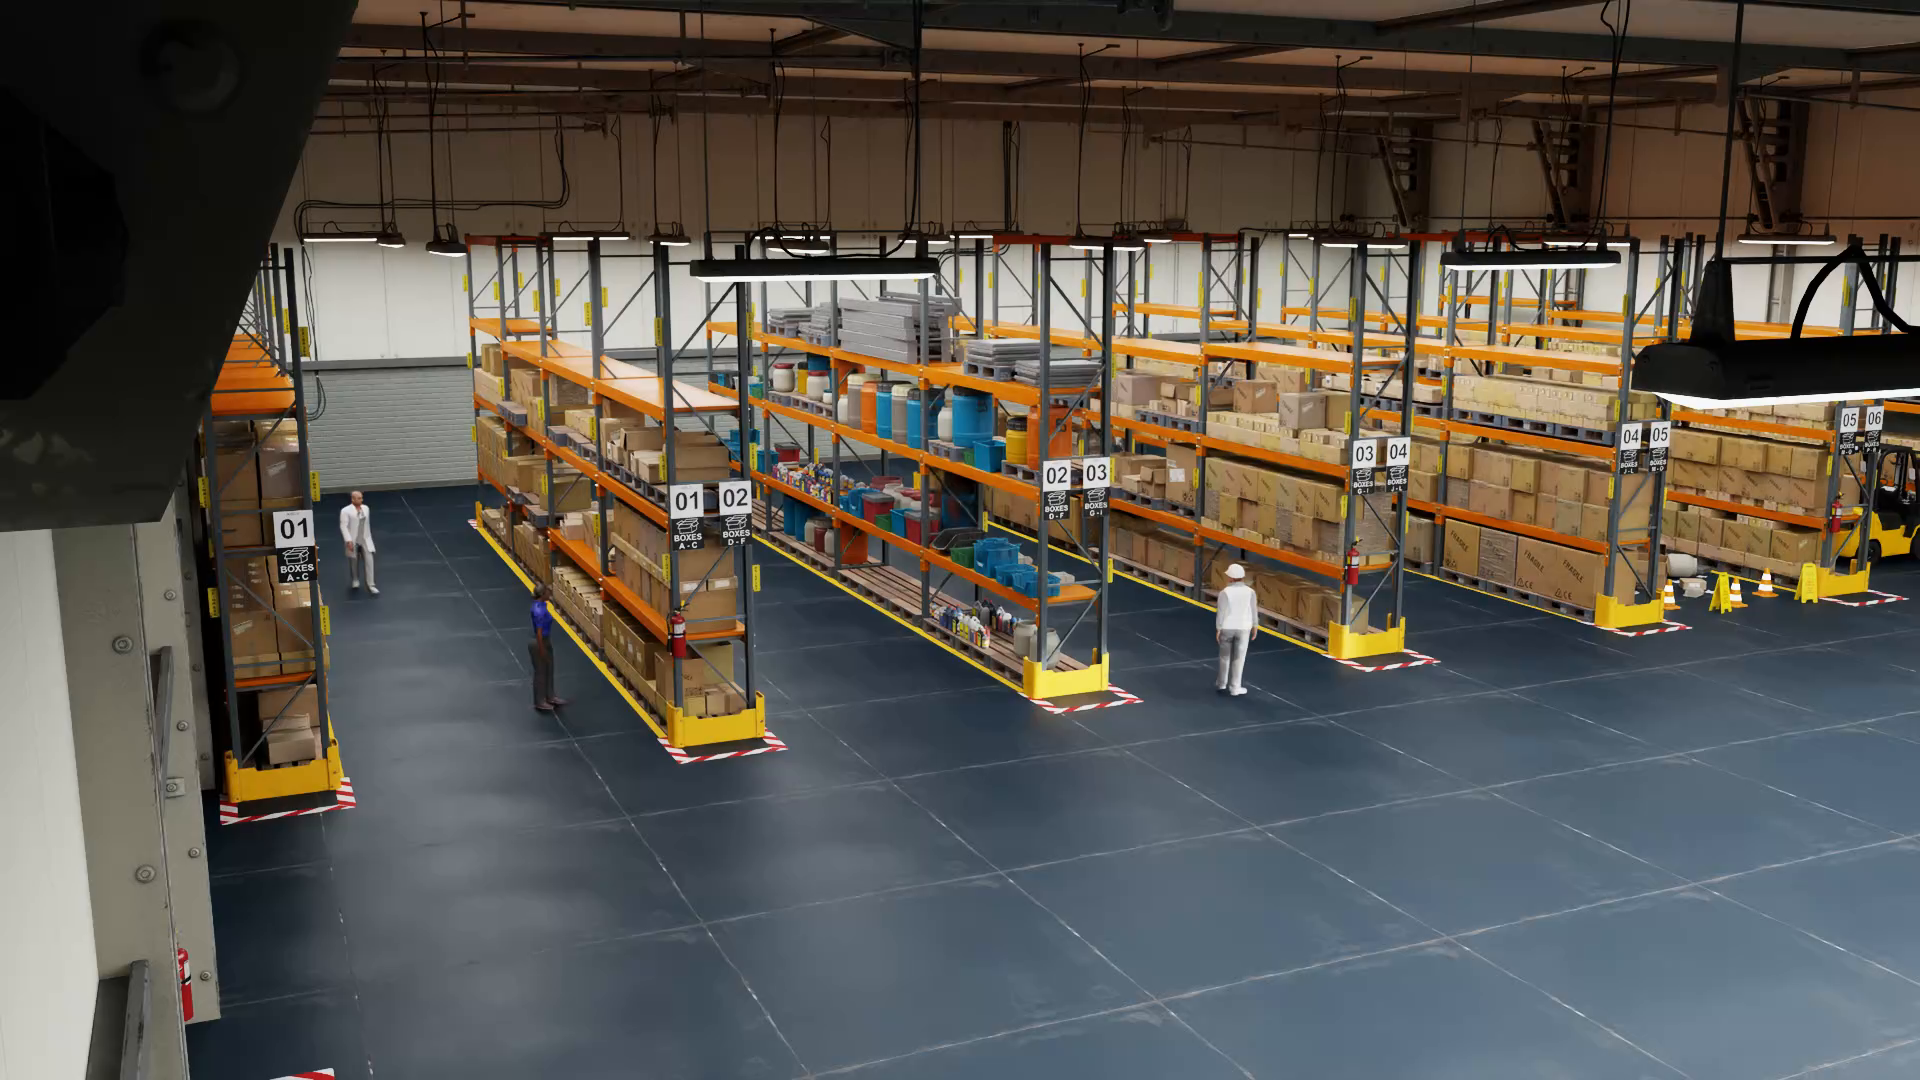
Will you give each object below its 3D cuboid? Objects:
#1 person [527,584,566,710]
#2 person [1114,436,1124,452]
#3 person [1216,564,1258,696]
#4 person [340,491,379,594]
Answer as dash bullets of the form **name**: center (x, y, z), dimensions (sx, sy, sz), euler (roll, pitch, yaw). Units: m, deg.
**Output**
- **person**: center (-5.424, 1.391, 21.700), dimensions (0.394, 1.654, 0.507), euler (0, 11, 2)
- **person**: center (4.014, -2.929, 43.510), dimensions (0.576, 1.760, 0.699), euler (5, 12, 26)
- **person**: center (3.725, 1.177, 22.401), dimensions (0.575, 1.767, 0.573), euler (3, 11, 17)
- **person**: center (-10.269, 0.027, 28.348), dimensions (0.549, 1.734, 1.044), euler (-6, 13, -29)
